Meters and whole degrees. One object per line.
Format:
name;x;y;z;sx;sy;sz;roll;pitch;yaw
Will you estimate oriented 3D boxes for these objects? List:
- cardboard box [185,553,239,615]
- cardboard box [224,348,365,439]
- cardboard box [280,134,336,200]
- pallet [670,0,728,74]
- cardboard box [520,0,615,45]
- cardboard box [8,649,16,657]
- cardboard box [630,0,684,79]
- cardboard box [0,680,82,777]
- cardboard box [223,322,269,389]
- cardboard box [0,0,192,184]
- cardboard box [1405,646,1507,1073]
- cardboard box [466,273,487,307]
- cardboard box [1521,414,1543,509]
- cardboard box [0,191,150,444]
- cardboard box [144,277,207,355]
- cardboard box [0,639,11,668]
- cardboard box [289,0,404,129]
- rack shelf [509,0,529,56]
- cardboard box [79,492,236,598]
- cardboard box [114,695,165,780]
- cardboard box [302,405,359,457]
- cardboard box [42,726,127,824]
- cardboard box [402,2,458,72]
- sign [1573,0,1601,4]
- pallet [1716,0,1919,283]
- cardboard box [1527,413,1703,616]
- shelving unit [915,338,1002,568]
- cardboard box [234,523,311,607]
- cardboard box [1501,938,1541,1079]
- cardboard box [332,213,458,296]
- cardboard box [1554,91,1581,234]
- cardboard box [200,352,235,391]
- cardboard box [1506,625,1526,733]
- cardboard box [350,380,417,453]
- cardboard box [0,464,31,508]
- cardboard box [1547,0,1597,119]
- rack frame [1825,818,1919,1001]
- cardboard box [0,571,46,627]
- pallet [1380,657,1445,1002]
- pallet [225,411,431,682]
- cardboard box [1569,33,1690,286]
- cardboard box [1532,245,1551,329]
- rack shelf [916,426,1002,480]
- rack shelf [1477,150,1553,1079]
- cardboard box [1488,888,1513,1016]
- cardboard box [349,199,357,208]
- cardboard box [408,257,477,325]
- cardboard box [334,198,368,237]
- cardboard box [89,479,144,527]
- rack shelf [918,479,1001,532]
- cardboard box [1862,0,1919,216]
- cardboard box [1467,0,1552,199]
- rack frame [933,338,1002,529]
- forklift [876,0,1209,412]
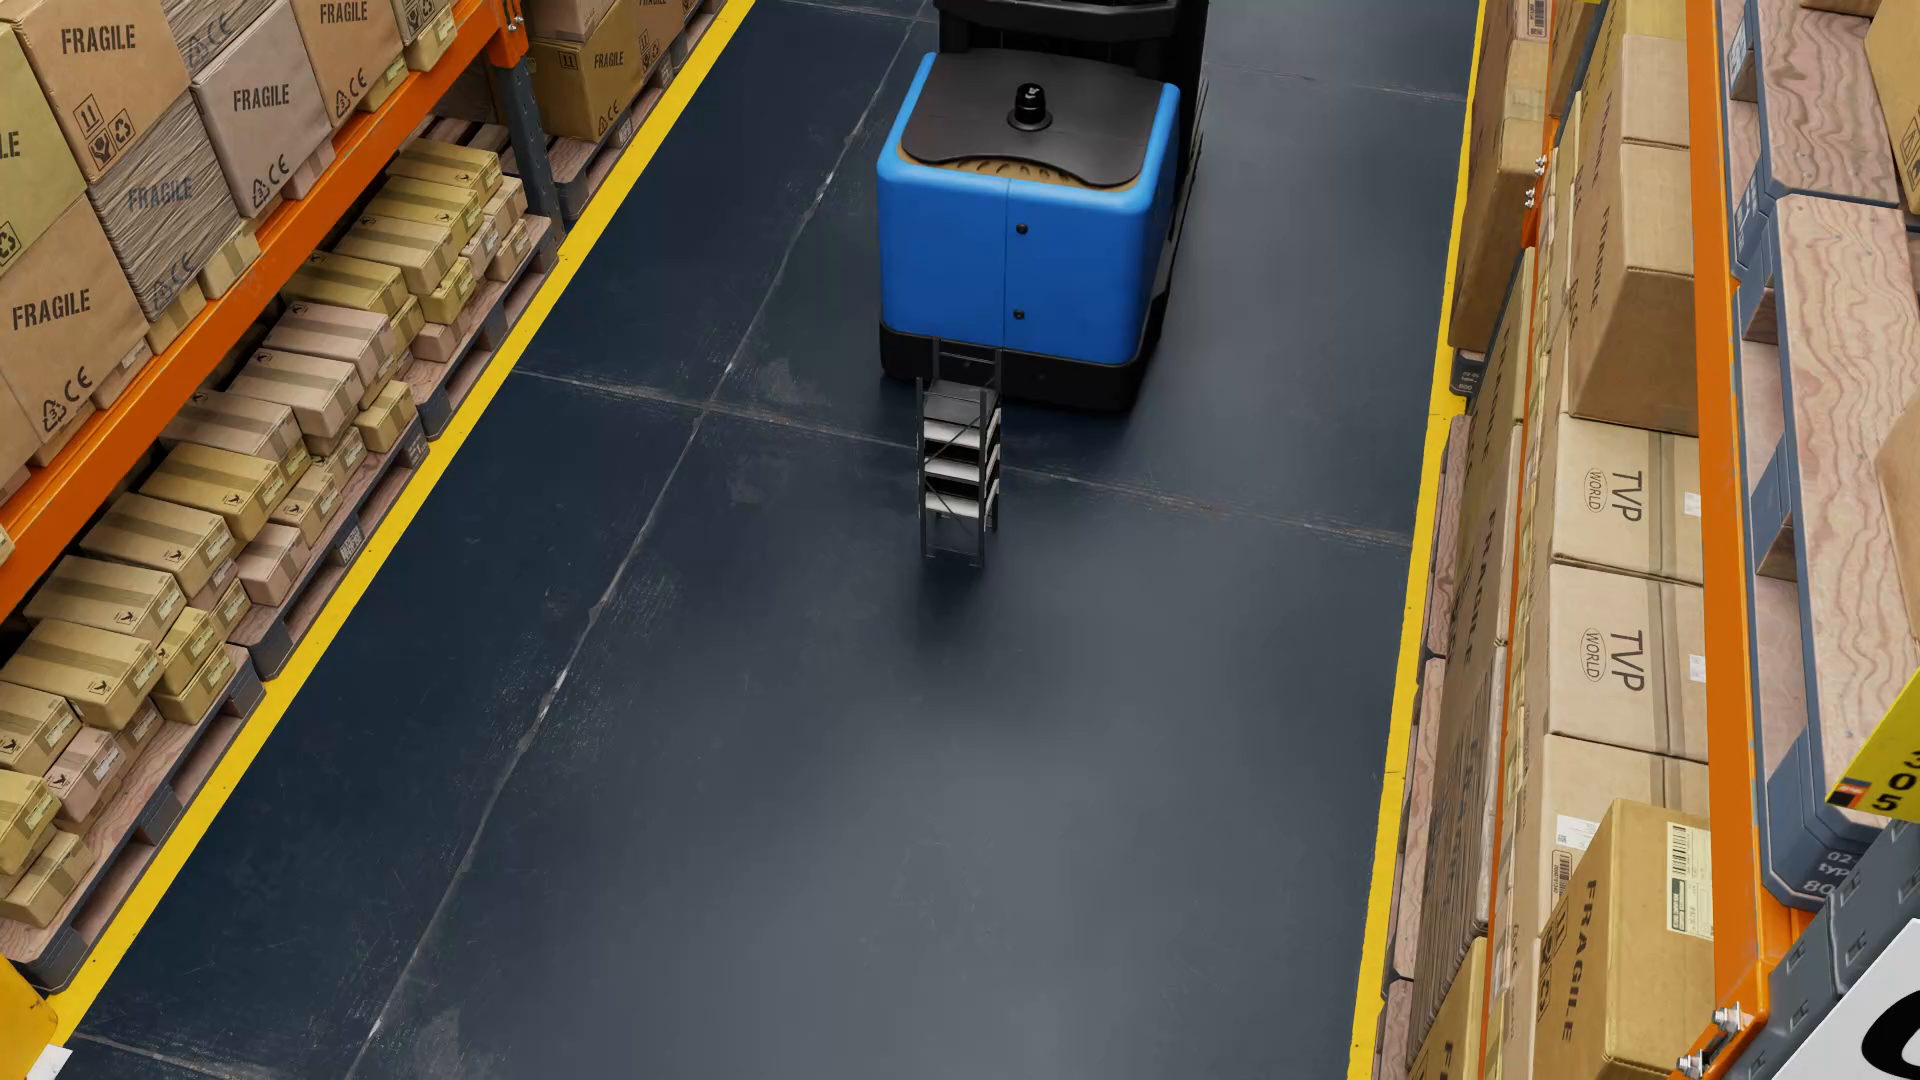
cardboard box;-2.669;0.115;5.571;0.380;0.149;0.250;9;49;8
cardboard box;-2.373;-0.526;5.938;0.380;0.149;0.250;10;49;9
cardboard box;-2.332;-1.291;5.556;0.380;0.149;0.250;10;49;8
pallet;-1.735;-2.926;8.692;1.003;0.211;1.213;12;50;10
cardboard box;-1.809;-2.442;7.292;0.500;0.250;0.500;10;49;8
cardboard box;-3.198;0.314;5.593;0.380;0.149;0.250;12;50;10
cardboard box;-1.670;-2.577;7.911;0.500;0.500;0.500;14;50;12
cardboard box;-2.889;0.566;4.975;0.380;0.149;0.250;12;50;11
cardboard box;-2.841;-0.722;6.310;0.380;0.149;0.250;14;50;12
cardboard box;-2.521;-1.349;4.508;0.500;0.500;0.500;10;49;9
cardboard box;1.778;0.972;4.528;0.875;0.875;0.875;12;50;10
cardboard box;-2.182;-1.073;6.818;0.380;0.149;0.250;13;50;11
cardboard box;1.761;-0.179;4.575;0.380;0.149;0.250;12;50;10
cardboard box;-2.669;-0.653;4.560;0.500;0.500;0.500;12;50;11
cardboard box;-2.548;-0.732;5.063;0.380;0.149;0.250;13;50;11
cardboard box;-3.312;0.385;5.333;0.380;0.149;0.250;10;49;8
cardboard box;-2.251;-1.751;5.529;0.500;0.500;0.500;10;49;9
rack shelf;-1.732;-3.609;7.914;1.077;0.370;4.000;12;50;10
cardboard box;-2.631;0.014;5.461;0.380;0.149;0.250;13;50;12
cardboard box;-2.816;0.595;5.345;0.380;0.149;0.250;12;50;10
cardboard box;-2.446;-0.468;6.085;0.380;0.149;0.250;9;49;8
cardboard box;-2.799;0.684;5.069;0.380;0.149;0.250;11;50;10
cardboard box;-2.070;-1.856;6.055;0.380;0.149;0.250;10;49;9
sign;1.974;-1.805;5.123;0.100;0.325;0.005;12;50;10
pallet;1.952;-0.842;3.051;1.003;0.211;1.213;12;50;10
cardboard box;1.720;-0.019;4.168;0.500;0.250;0.500;12;50;10
shelving unit;-0.002;-0.292;5.907;0.258;0.900;0.210;12;50;10
cardboard box;-2.518;0.066;5.813;0.380;0.149;0.250;9;49;8
cardboard box;1.319;1.093;3.186;0.500;0.250;0.500;11;49;9
cardboard box;-2.188;-1.110;6.453;0.380;0.149;0.250;11;50;10
cardboard box;2.124;-1.109;5.130;0.500;0.250;0.500;11;49;9
cardboard box;-2.882;-0.630;6.030;0.380;0.149;0.250;10;49;8
cardboard box;1.559;0.379;4.082;0.380;0.149;0.250;12;50;10
cardboard box;-2.305;-0.496;6.309;0.380;0.149;0.250;11;50;10
cardboard box;-2.824;-0.184;4.579;0.380;0.149;0.250;14;50;12
cardboard box;2.360;-1.773;5.748;0.500;0.500;0.500;12;50;10
rack frame;1.448;-0.440;0.636;1.000;3.000;0.127;12;50;10
cardboard box;-3.220;0.110;5.377;0.380;0.149;0.250;10;49;9
pallet;1.906;0.994;5.232;1.003;0.211;1.213;12;50;10
pallet;-2.720;-0.099;6.197;1.003;0.211;1.213;12;50;10
cardboard box;1.991;-0.994;4.529;0.500;0.500;0.500;12;50;10
cardboard box;1.964;-0.736;5.067;0.380;0.149;0.250;13;50;11
rack shelf;-0.002;-0.329;5.865;0.258;0.077;0.200;12;50;10
rack shelf;1.974;0.336;4.432;1.077;0.370;4.000;12;50;10
cardboard box;1.358;0.935;3.592;0.380;0.149;0.250;12;50;10
cardboard box;-2.678;-1.397;6.707;0.380;0.149;0.250;14;50;12
cardboard box;-2.147;-1.008;6.562;0.380;0.149;0.250;10;49;9
cardboard box;-2.642;-1.294;6.815;0.380;0.149;0.250;12;50;10
cardboard box;-3.103;-0.174;5.826;0.380;0.149;0.250;14;50;12
rack shelf;-0.002;-0.151;6.067;0.258;0.077;0.200;12;50;10
cardboard box;1.887;-0.806;2.547;0.700;0.500;0.500;9;49;7
cardboard box;2.884;-1.897;7.061;1.225;0.875;0.875;10;49;9
rack frame;0.025;-0.365;5.972;0.240;0.900;0.006;12;50;10
forklift;0.511;-2.610;6.599;1.130;2.935;3.031;10;49;9
